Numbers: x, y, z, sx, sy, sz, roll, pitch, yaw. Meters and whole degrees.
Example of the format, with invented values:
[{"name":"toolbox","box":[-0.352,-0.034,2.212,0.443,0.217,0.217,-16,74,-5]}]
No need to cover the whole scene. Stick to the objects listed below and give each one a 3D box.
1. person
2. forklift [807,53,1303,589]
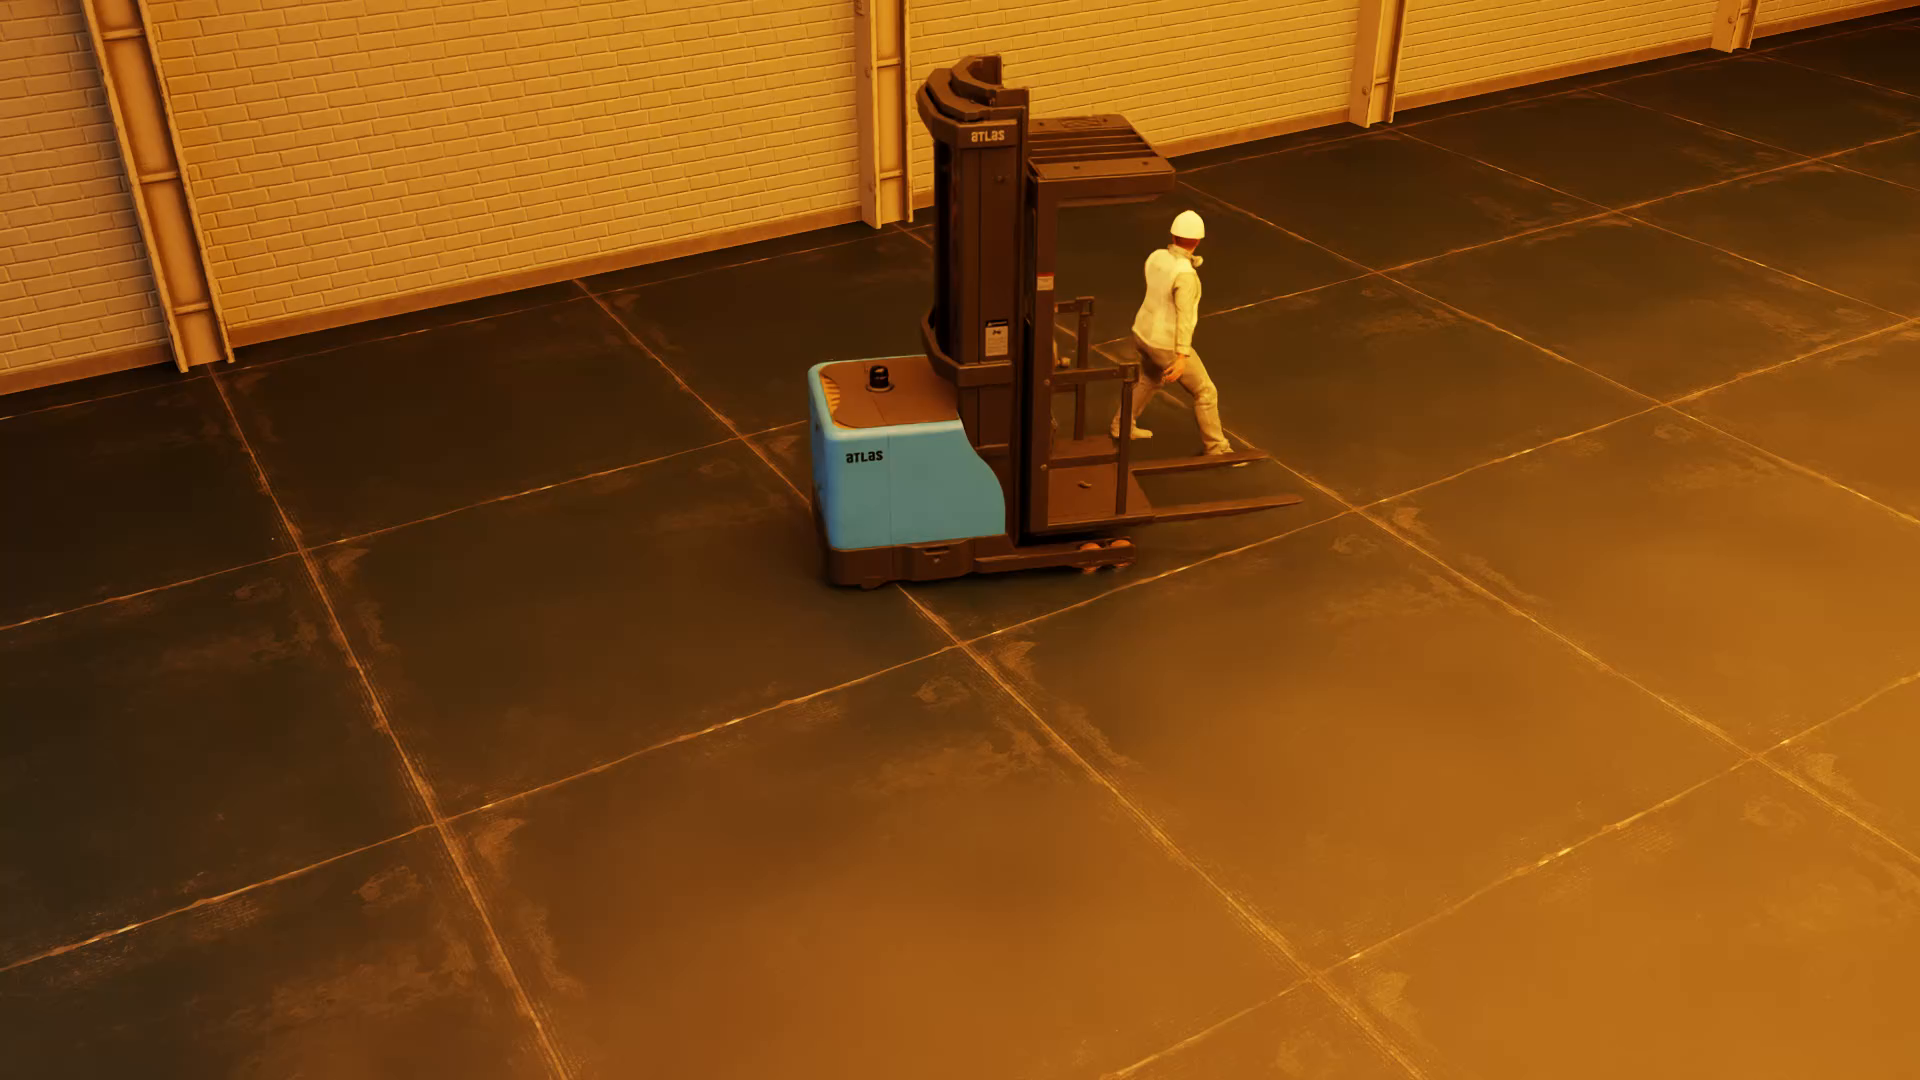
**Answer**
[{"name":"person","box":[1.486,-1.359,11.164,0.717,1.716,0.876,-12,33,-19]},{"name":"forklift","box":[0.615,-1.331,9.869,3.031,2.935,1.130,-6,31,-10]}]
